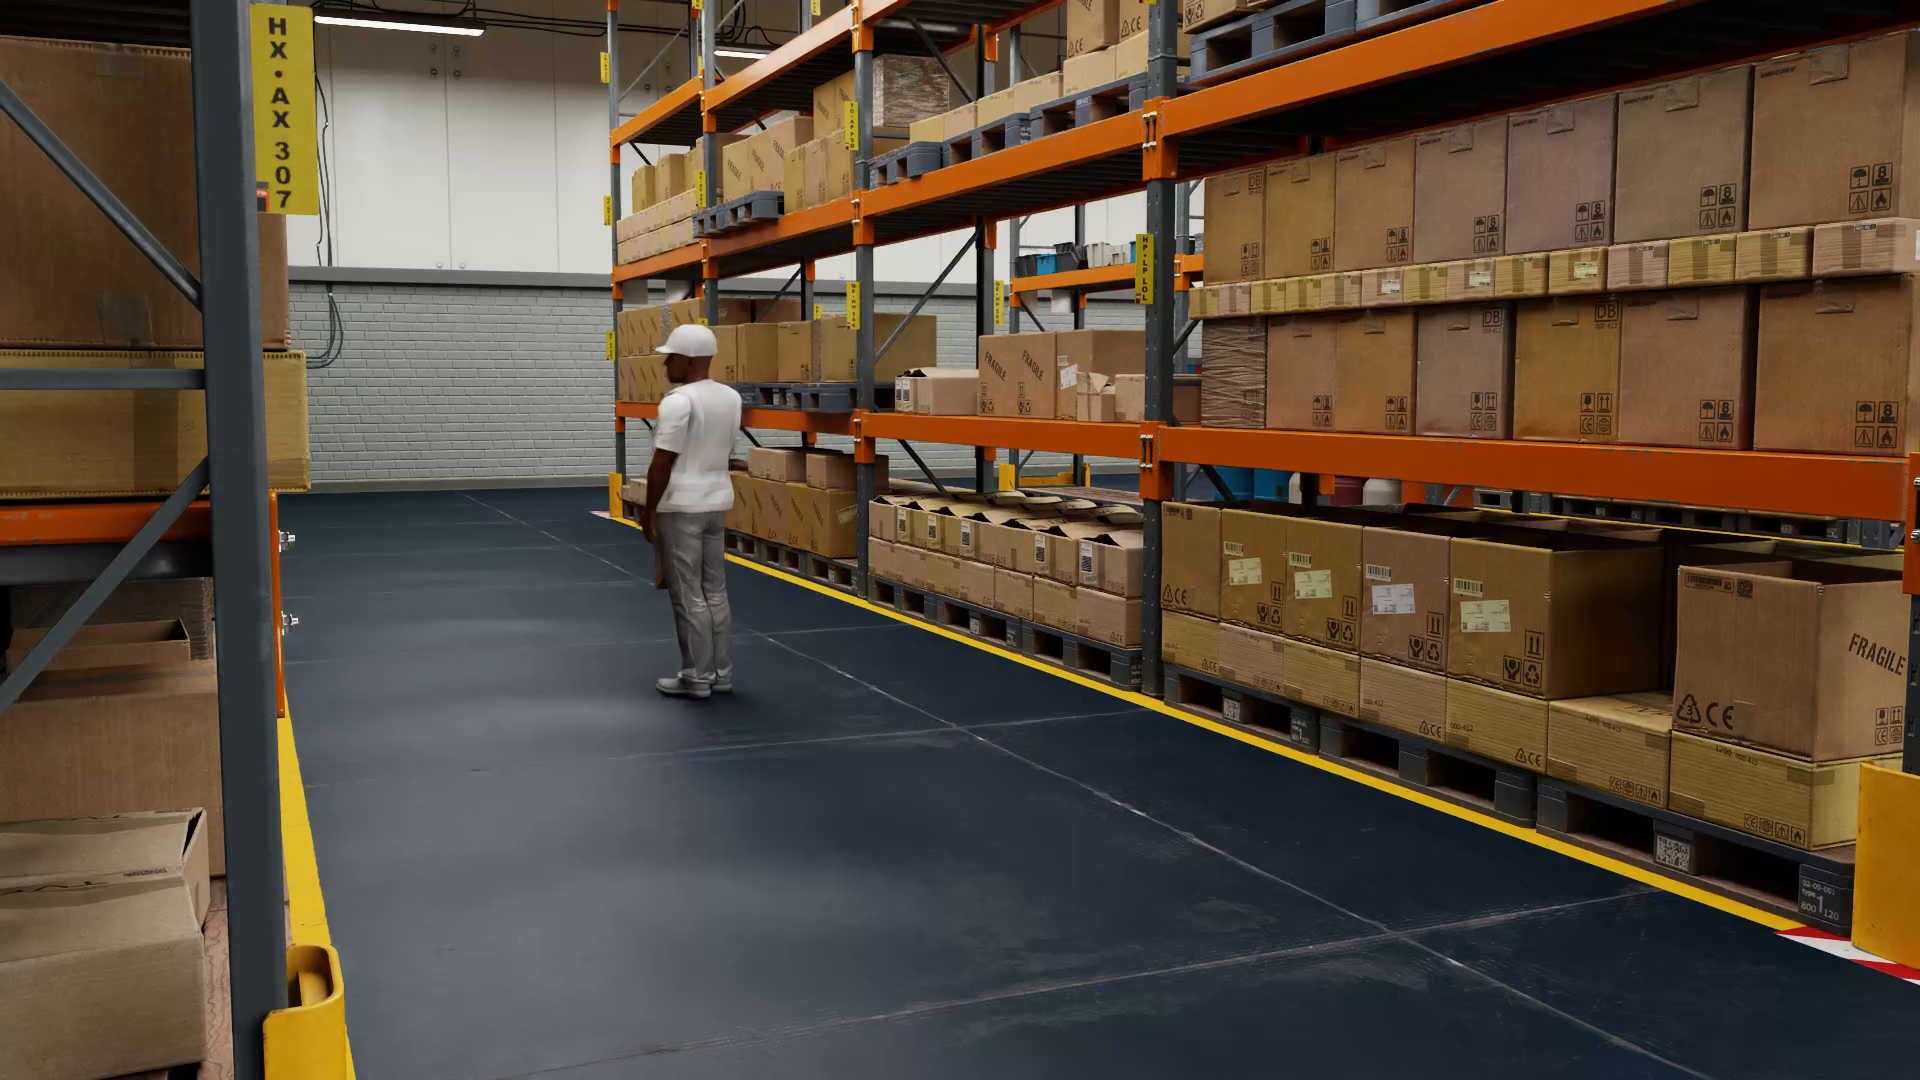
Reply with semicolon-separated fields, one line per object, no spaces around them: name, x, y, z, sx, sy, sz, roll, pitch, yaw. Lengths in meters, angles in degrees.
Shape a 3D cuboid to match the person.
person;-1.289;-0.139;7.973;0.431;1.768;0.618;3;6;30
